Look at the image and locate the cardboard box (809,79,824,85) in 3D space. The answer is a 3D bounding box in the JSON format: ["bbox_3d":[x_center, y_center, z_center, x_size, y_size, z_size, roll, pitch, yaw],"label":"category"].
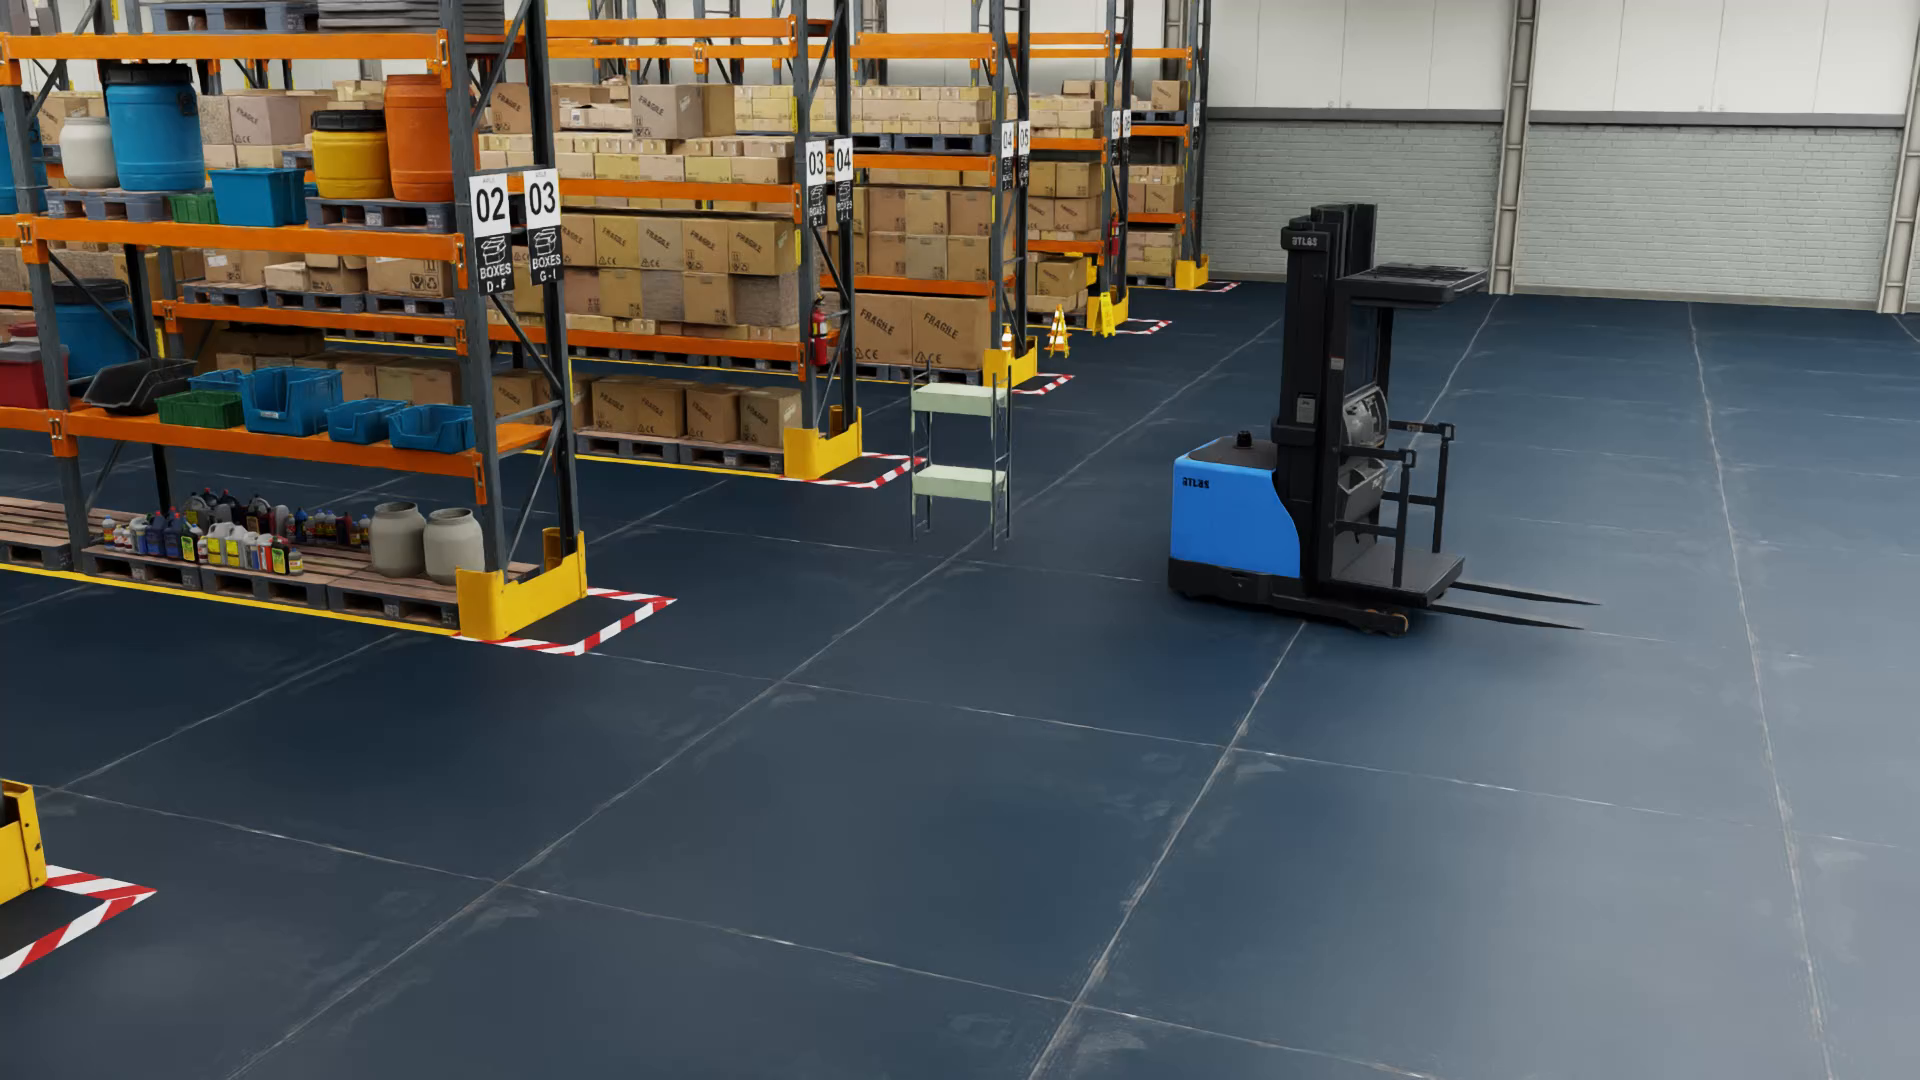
[{"bbox_3d":[-2.701,-8.459,31.438,0.500,0.500,0.500,6,17,21],"label":"cardboard box"}]

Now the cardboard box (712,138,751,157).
[{"bbox_3d":[-2.164,-3.746,15.869,0.250,0.149,0.380,5,17,18],"label":"cardboard box"}]

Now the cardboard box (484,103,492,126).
[{"bbox_3d":[-6.233,-5.792,22.592,0.500,0.311,0.500,6,17,21],"label":"cardboard box"}]

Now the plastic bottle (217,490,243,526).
[{"bbox_3d":[-5.952,-0.234,13.563,0.185,0.351,0.144,5,17,18],"label":"plastic bottle"}]

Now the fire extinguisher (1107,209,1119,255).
[{"bbox_3d":[2.276,-4.583,24.720,0.183,0.674,0.296,6,17,21],"label":"fire extinguisher"}]

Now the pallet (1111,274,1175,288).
[{"bbox_3d":[3.430,-4.768,30.218,1.213,0.211,1.003,6,17,21],"label":"pallet"}]

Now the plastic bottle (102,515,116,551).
[{"bbox_3d":[-6.700,-0.061,13.107,0.097,0.271,0.097,0,16,0],"label":"plastic bottle"}]

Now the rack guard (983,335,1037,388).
[{"bbox_3d":[0.639,-2.255,21.043,0.348,0.500,1.175,6,17,21],"label":"rack guard"}]

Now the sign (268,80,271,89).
[{"bbox_3d":[-10.346,-6.707,24.883,0.005,0.325,0.100,6,17,21],"label":"sign"}]

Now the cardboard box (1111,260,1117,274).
[{"bbox_3d":[2.683,-4.994,30.173,0.500,0.250,0.500,6,17,21],"label":"cardboard box"}]

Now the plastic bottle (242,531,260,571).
[{"bbox_3d":[-5.337,0.079,12.619,0.135,0.276,0.152,6,17,19],"label":"plastic bottle"}]

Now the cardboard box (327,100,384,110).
[{"bbox_3d":[-6.296,-4.452,17.811,0.637,0.503,0.797,7,18,23],"label":"cardboard box"}]

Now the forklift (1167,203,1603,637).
[{"bbox_3d":[3.114,-0.887,11.973,3.031,2.935,1.130,9,19,30],"label":"forklift"}]

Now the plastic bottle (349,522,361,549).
[{"bbox_3d":[-4.783,-0.041,13.165,0.097,0.201,0.097,0,16,0],"label":"plastic bottle"}]

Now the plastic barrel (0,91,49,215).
[{"bbox_3d":[-7.388,-2.983,12.790,0.708,0.901,0.600,6,17,21],"label":"plastic barrel"}]

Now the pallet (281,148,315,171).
[{"bbox_3d":[-6.519,-4.137,18.001,1.003,0.211,1.213,6,17,21],"label":"pallet"}]

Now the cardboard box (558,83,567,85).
[{"bbox_3d":[-8.039,-9.057,33.450,0.500,0.250,0.500,6,17,20],"label":"cardboard box"}]

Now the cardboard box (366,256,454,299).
[{"bbox_3d":[-5.706,-3.198,17.980,1.000,1.000,1.000,6,17,21],"label":"cardboard box"}]

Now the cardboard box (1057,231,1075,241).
[{"bbox_3d":[1.636,-4.611,25.127,0.250,0.149,0.380,6,17,20],"label":"cardboard box"}]

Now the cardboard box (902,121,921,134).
[{"bbox_3d":[-0.525,-5.051,20.331,0.250,0.149,0.380,6,17,21],"label":"cardboard box"}]

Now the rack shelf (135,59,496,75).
[{"bbox_3d":[-6.879,-5.139,17.742,4.000,0.370,1.077,6,17,21],"label":"rack shelf"}]

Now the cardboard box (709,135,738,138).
[{"bbox_3d":[-2.406,-3.947,16.564,0.250,0.149,0.380,6,17,20],"label":"cardboard box"}]

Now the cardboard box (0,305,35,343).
[{"bbox_3d":[-11.026,-2.439,20.252,0.875,0.875,1.225,6,17,19],"label":"cardboard box"}]

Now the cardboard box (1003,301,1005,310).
[{"bbox_3d":[0.521,-3.753,25.899,0.500,0.250,0.500,6,17,19],"label":"cardboard box"}]

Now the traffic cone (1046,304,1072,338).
[{"bbox_3d":[1.466,-3.243,24.514,0.334,0.463,0.336,6,17,21],"label":"traffic cone"}]

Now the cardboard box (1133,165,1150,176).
[{"bbox_3d":[3.252,-6.561,29.516,0.250,0.149,0.380,7,17,22],"label":"cardboard box"}]

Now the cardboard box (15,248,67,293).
[{"bbox_3d":[-10.708,-3.191,19.606,0.500,0.500,0.500,7,17,22],"label":"cardboard box"}]

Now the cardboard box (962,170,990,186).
[{"bbox_3d":[0.390,-5.585,25.524,0.500,0.500,0.700,6,17,20],"label":"cardboard box"}]

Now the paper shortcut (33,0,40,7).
[{"bbox_3d":[-10.160,-5.947,18.267,0.078,0.170,0.009,-27,-5,21],"label":"paper shortcut"}]

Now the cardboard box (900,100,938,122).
[{"bbox_3d":[-0.406,-5.248,20.292,0.500,0.250,0.500,6,17,21],"label":"cardboard box"}]

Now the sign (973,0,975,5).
[{"bbox_3d":[0.248,-9.674,29.540,0.005,0.325,0.100,6,17,21],"label":"sign"}]

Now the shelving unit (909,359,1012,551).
[{"bbox_3d":[0.006,-0.720,13.962,0.755,1.500,0.431,6,17,21],"label":"shelving unit"}]

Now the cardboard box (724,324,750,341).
[{"bbox_3d":[-2.122,-2.074,16.389,0.250,0.149,0.380,6,17,21],"label":"cardboard box"}]

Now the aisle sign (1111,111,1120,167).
[{"bbox_3d":[2.290,-5.919,24.518,0.004,0.787,0.394,6,17,21],"label":"aisle sign"}]

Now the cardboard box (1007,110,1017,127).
[{"bbox_3d":[0.812,-6.349,25.019,0.500,0.250,0.500,7,18,22],"label":"cardboard box"}]

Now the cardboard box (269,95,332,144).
[{"bbox_3d":[-7.268,-4.640,18.321,0.500,0.500,0.500,7,17,22],"label":"cardboard box"}]

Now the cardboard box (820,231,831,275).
[{"bbox_3d":[-1.778,-3.768,21.503,0.550,0.550,0.875,6,17,21],"label":"cardboard box"}]

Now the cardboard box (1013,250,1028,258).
[{"bbox_3d":[0.899,-4.365,25.501,0.250,0.149,0.380,7,17,22],"label":"cardboard box"}]

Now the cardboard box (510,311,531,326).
[{"bbox_3d":[-4.458,-2.323,17.245,0.250,0.149,0.380,6,17,21],"label":"cardboard box"}]

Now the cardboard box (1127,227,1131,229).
[{"bbox_3d":[2.852,-5.603,30.479,0.500,0.250,0.500,6,17,20],"label":"cardboard box"}]

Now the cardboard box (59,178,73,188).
[{"bbox_3d":[-13.475,-5.601,25.579,0.500,0.500,0.500,7,18,22],"label":"cardboard box"}]

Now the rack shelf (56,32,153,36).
[{"bbox_3d":[-12.407,-7.424,24.901,4.000,0.370,1.077,6,17,21],"label":"rack shelf"}]

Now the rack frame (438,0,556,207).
[{"bbox_3d":[-3.114,-3.778,11.046,0.127,3.000,1.000,6,17,21],"label":"rack frame"}]

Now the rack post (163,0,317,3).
[{"bbox_3d":[-4.928,-3.932,11.712,0.954,0.300,0.937,6,17,20],"label":"rack post"}]

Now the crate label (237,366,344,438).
[{"bbox_3d":[-4.926,-1.032,12.285,0.616,0.435,0.502,6,17,21],"label":"crate label"}]

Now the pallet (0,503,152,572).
[{"bbox_3d":[-7.580,-0.037,13.923,1.213,0.211,1.003,6,17,21],"label":"pallet"}]

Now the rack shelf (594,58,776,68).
[{"bbox_3d":[-5.146,-9.406,32.440,4.000,0.370,1.077,6,17,21],"label":"rack shelf"}]

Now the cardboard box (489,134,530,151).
[{"bbox_3d":[-4.556,-4.028,16.841,0.250,0.149,0.380,5,17,18],"label":"cardboard box"}]

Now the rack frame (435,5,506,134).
[{"bbox_3d":[-5.018,-5.472,16.881,0.127,3.000,1.000,6,17,21],"label":"rack frame"}]

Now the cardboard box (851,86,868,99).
[{"bbox_3d":[-1.240,-5.512,20.489,0.250,0.149,0.380,6,17,21],"label":"cardboard box"}]

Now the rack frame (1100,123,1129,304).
[{"bbox_3d":[2.339,-4.752,25.161,0.127,3.000,1.000,6,17,21],"label":"rack frame"}]

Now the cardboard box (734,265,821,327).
[{"bbox_3d":[-1.799,-2.436,16.471,0.500,0.500,0.875,6,17,21],"label":"cardboard box"}]

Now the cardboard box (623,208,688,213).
[{"bbox_3d":[-3.104,-3.133,17.078,0.500,0.500,0.500,6,17,21],"label":"cardboard box"}]

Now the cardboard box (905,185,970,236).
[{"bbox_3d":[-0.260,-4.128,20.808,0.550,0.550,0.875,6,17,21],"label":"cardboard box"}]
